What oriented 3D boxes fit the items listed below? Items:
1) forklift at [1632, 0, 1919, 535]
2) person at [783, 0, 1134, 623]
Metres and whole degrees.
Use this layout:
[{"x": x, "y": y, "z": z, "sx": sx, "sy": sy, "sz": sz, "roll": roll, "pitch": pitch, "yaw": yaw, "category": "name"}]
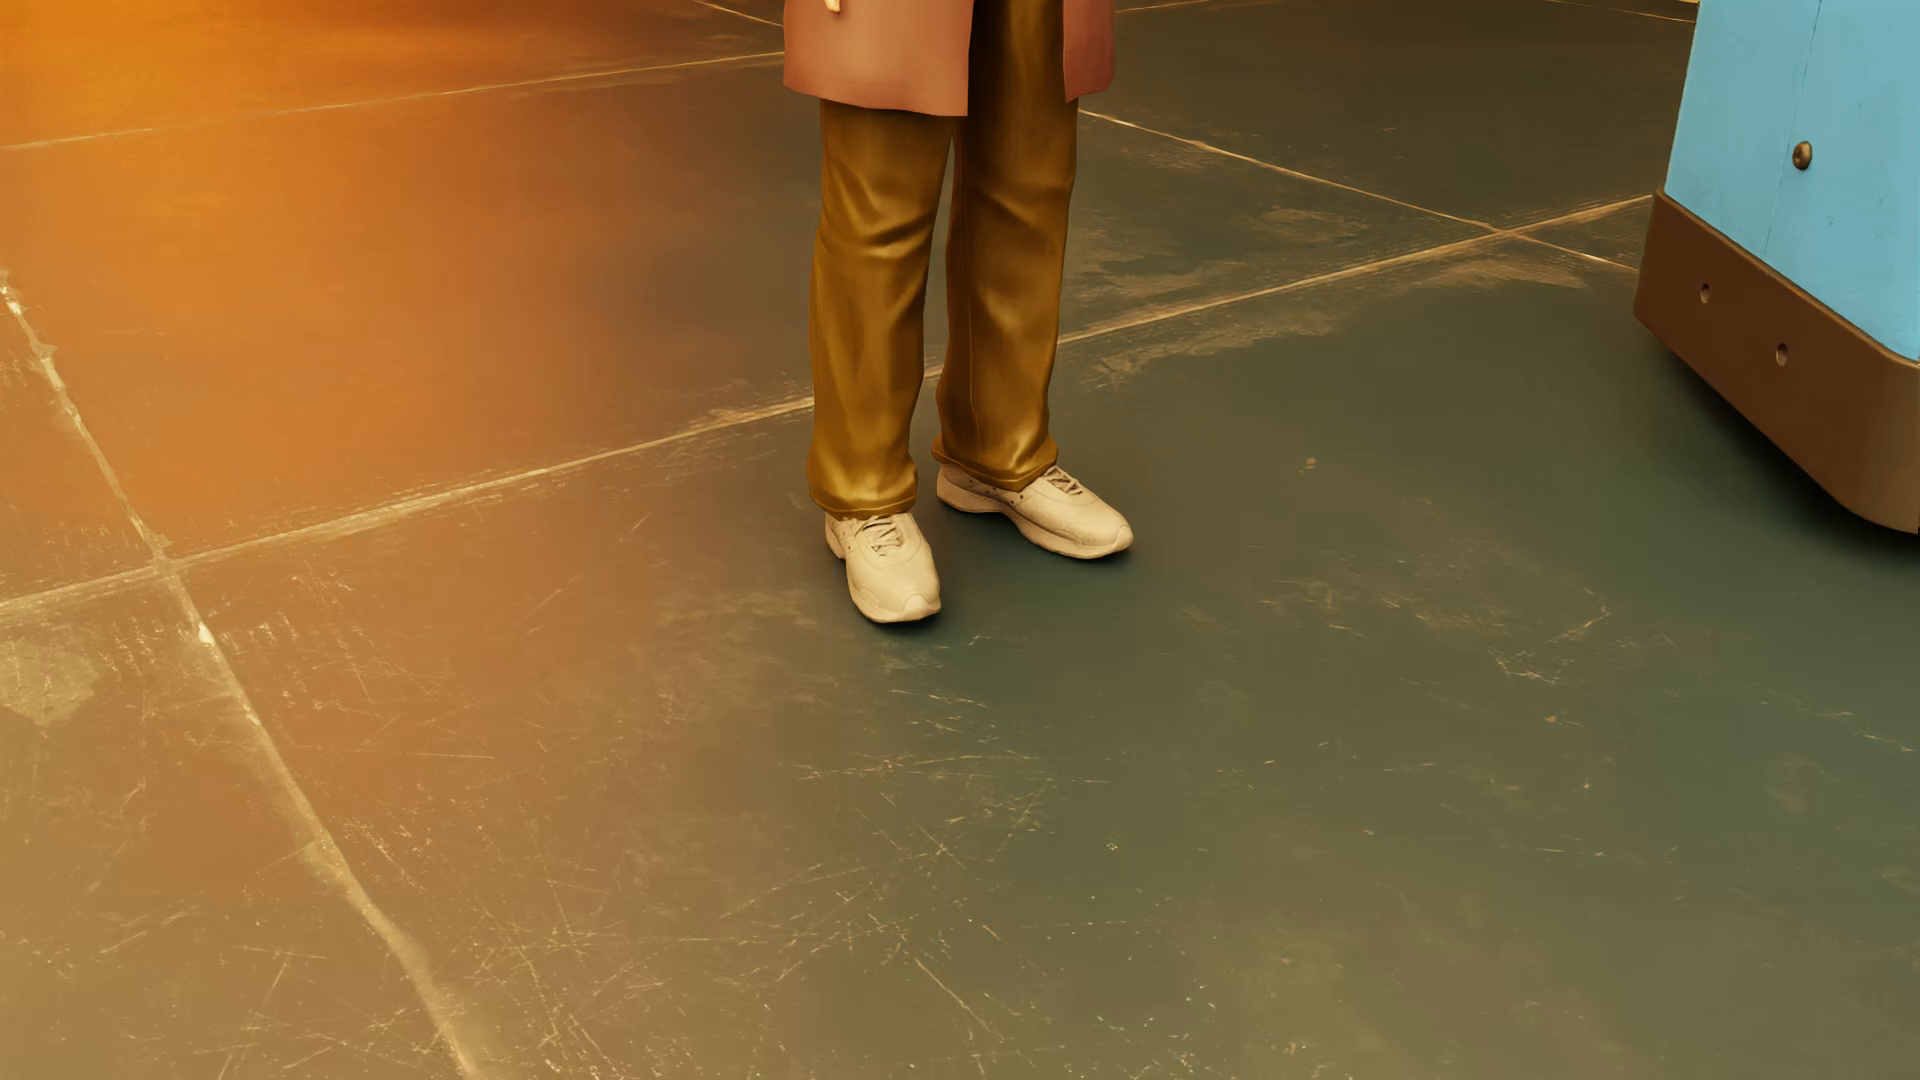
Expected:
[{"x": 2.808, "y": -1.481, "z": 2.184, "sx": 3.031, "sy": 2.935, "sz": 1.130, "roll": 0, "pitch": 27, "yaw": 0, "category": "forklift"}, {"x": 0.020, "y": -0.792, "z": 2.092, "sx": 0.551, "sy": 1.782, "sz": 0.390, "roll": -17, "pitch": 31, "yaw": -31, "category": "person"}]
